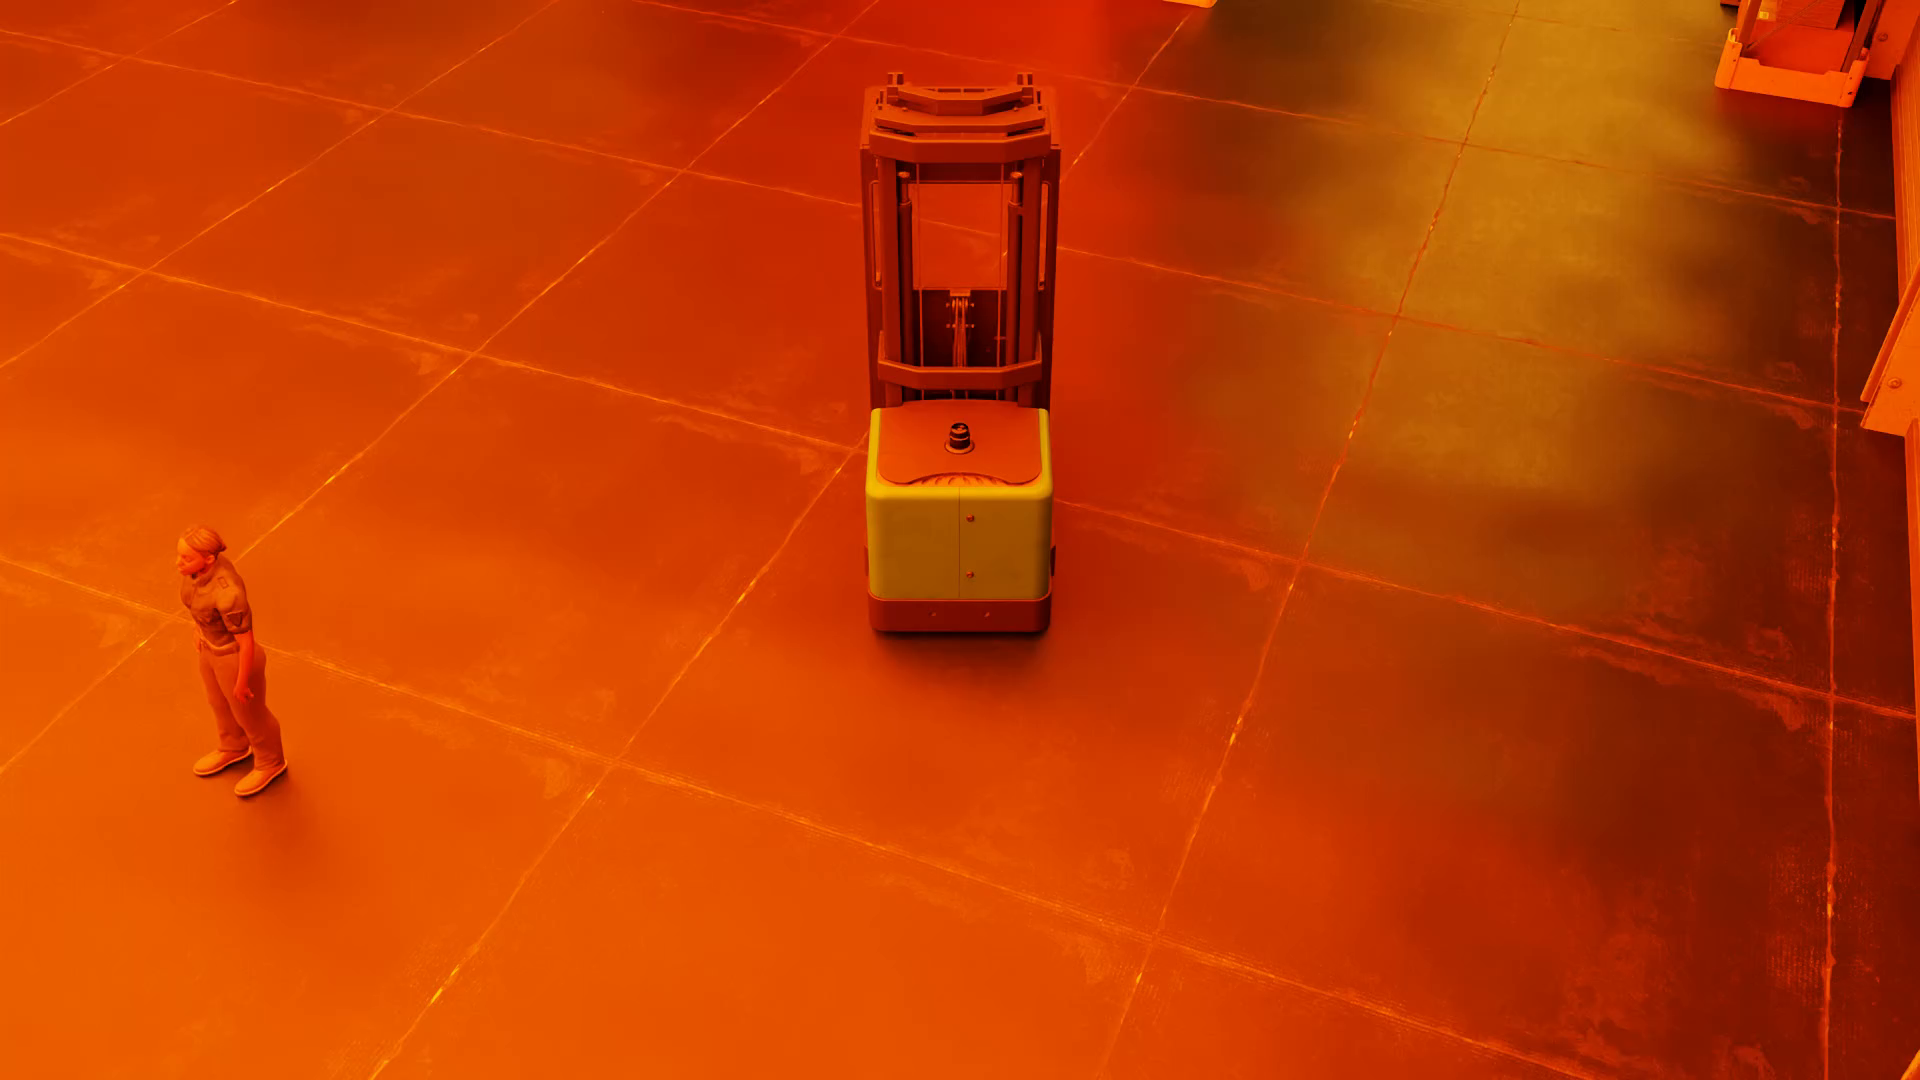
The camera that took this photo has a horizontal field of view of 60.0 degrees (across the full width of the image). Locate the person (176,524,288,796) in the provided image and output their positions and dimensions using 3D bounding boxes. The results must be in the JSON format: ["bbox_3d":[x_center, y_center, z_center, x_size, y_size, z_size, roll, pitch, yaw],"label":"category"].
[{"bbox_3d":[-3.708,0.610,8.263,0.501,1.656,0.565,-29,48,-30],"label":"person"}]

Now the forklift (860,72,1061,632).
[{"bbox_3d":[0.002,-1.515,9.816,1.130,2.935,3.031,0,40,0],"label":"forklift"}]
